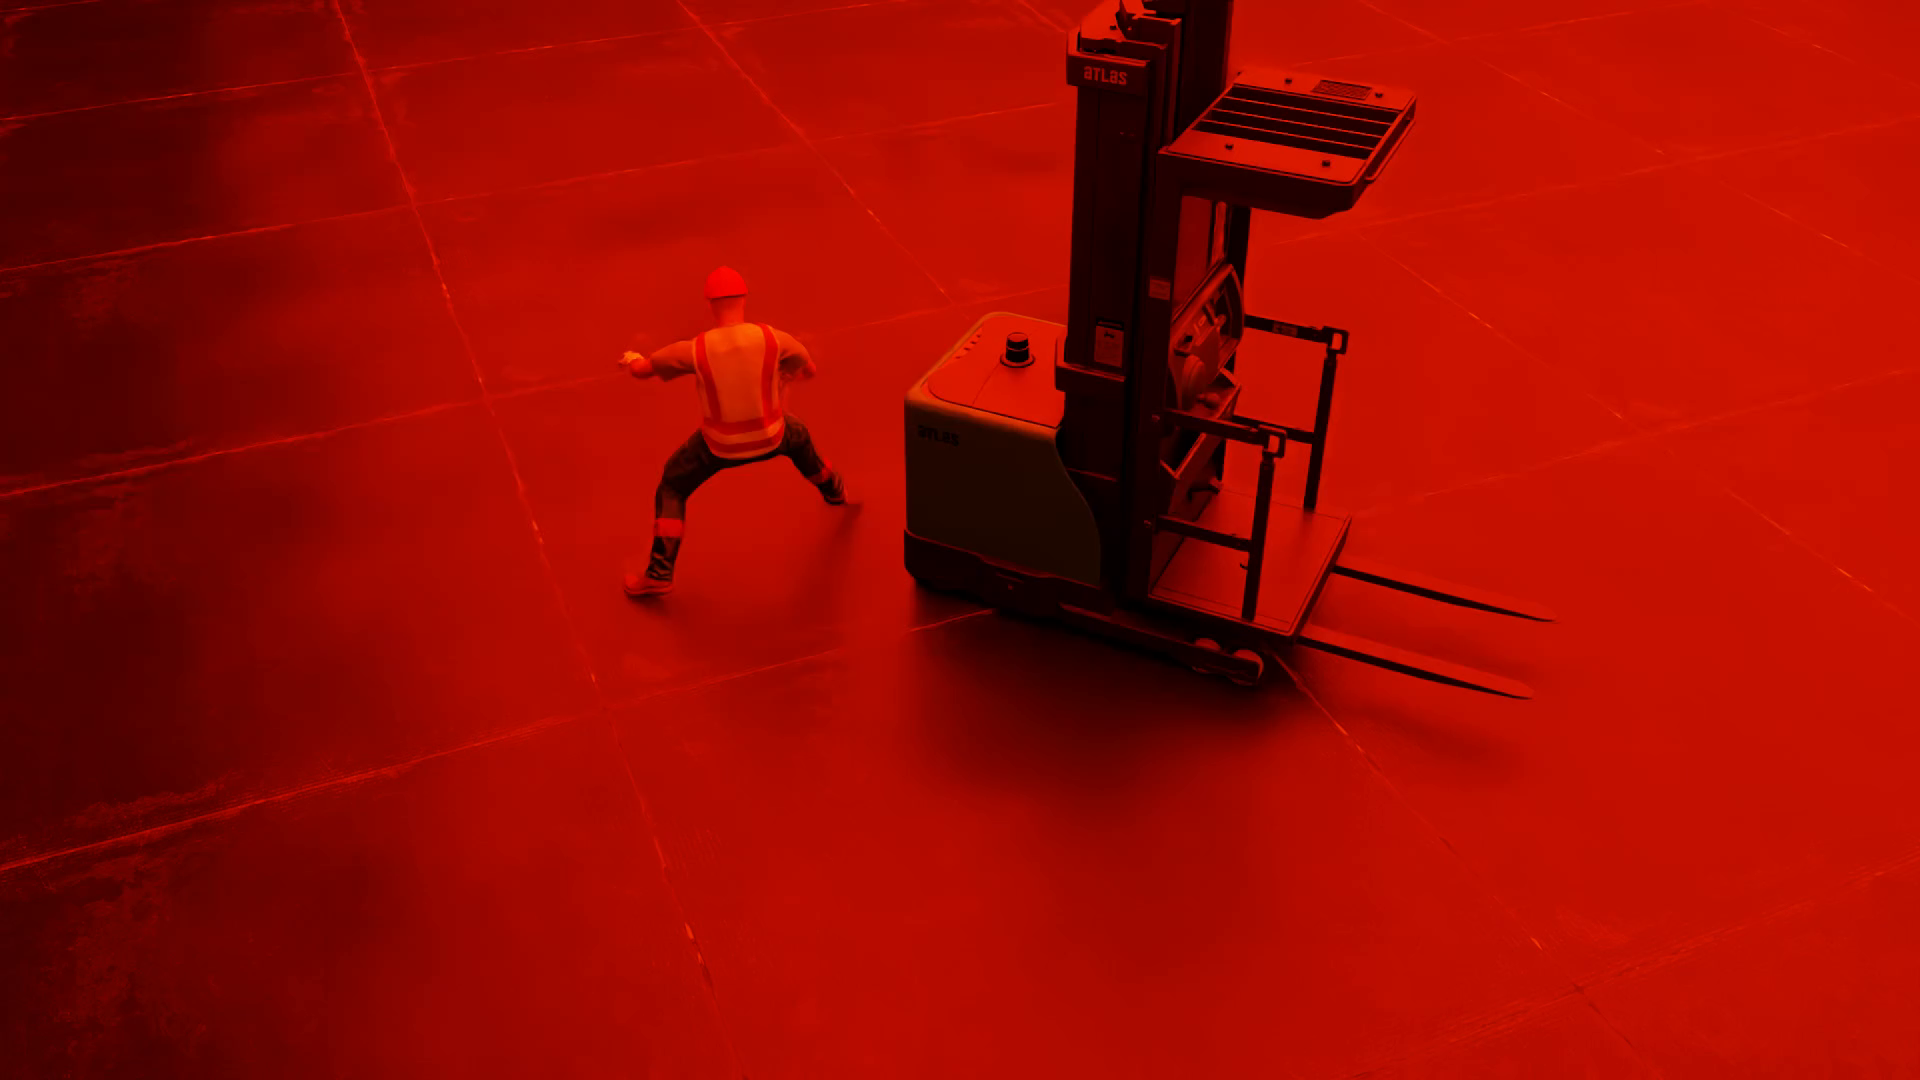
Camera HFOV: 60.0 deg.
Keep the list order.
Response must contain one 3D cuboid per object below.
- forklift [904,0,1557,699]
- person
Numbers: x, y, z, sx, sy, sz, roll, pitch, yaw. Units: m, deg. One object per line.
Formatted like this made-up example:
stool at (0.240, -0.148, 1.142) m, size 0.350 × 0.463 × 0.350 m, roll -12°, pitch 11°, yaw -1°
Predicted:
forklift at (1.278, -0.875, 7.329) m, size 3.031 × 2.935 × 1.130 m, roll 16°, pitch 38°, yaw 21°
person at (-1.150, -0.644, 8.165) m, size 1.239 × 1.560 × 0.968 m, roll -9°, pitch 36°, yaw -12°
